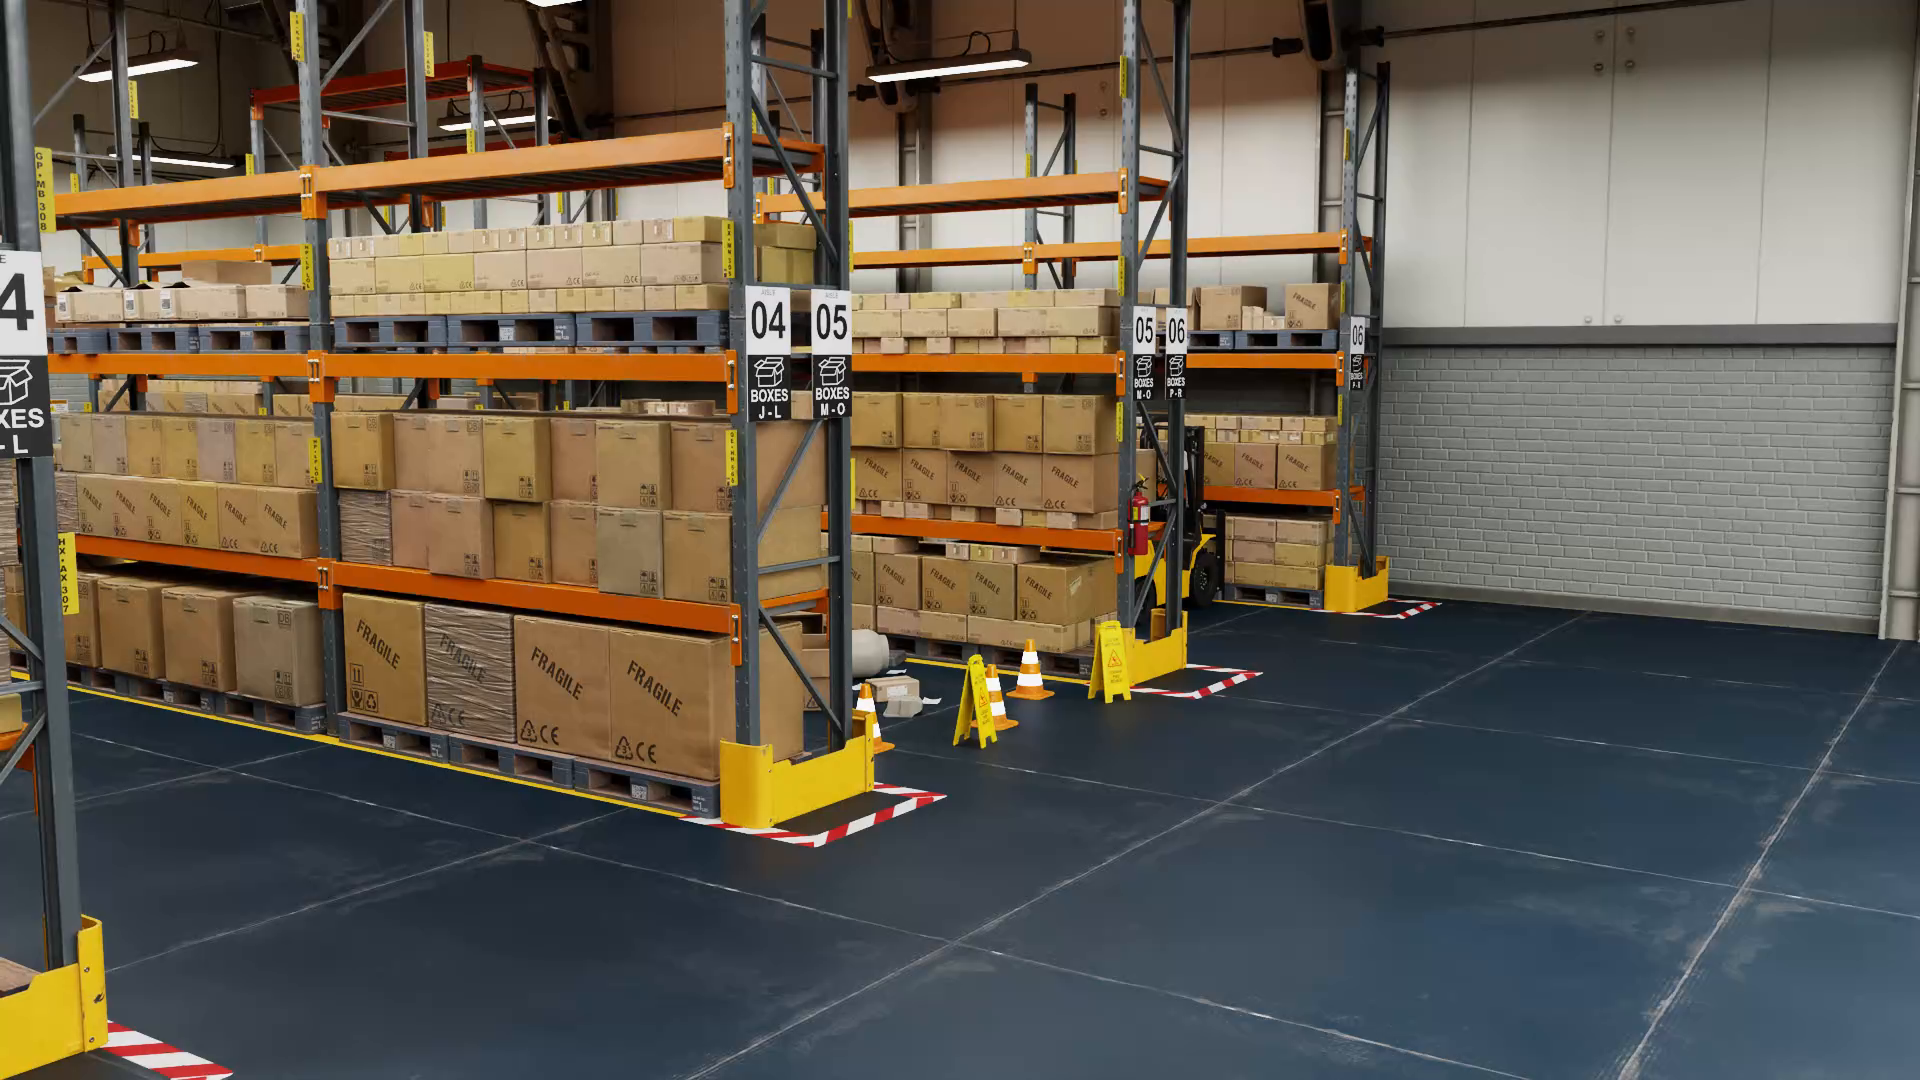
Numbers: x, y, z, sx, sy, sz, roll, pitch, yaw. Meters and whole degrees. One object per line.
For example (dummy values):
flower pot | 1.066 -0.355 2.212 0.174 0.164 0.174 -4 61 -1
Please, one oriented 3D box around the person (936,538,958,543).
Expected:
person | -0.083 -0.189 19.249 0.460 1.692 0.515 4 8 33
